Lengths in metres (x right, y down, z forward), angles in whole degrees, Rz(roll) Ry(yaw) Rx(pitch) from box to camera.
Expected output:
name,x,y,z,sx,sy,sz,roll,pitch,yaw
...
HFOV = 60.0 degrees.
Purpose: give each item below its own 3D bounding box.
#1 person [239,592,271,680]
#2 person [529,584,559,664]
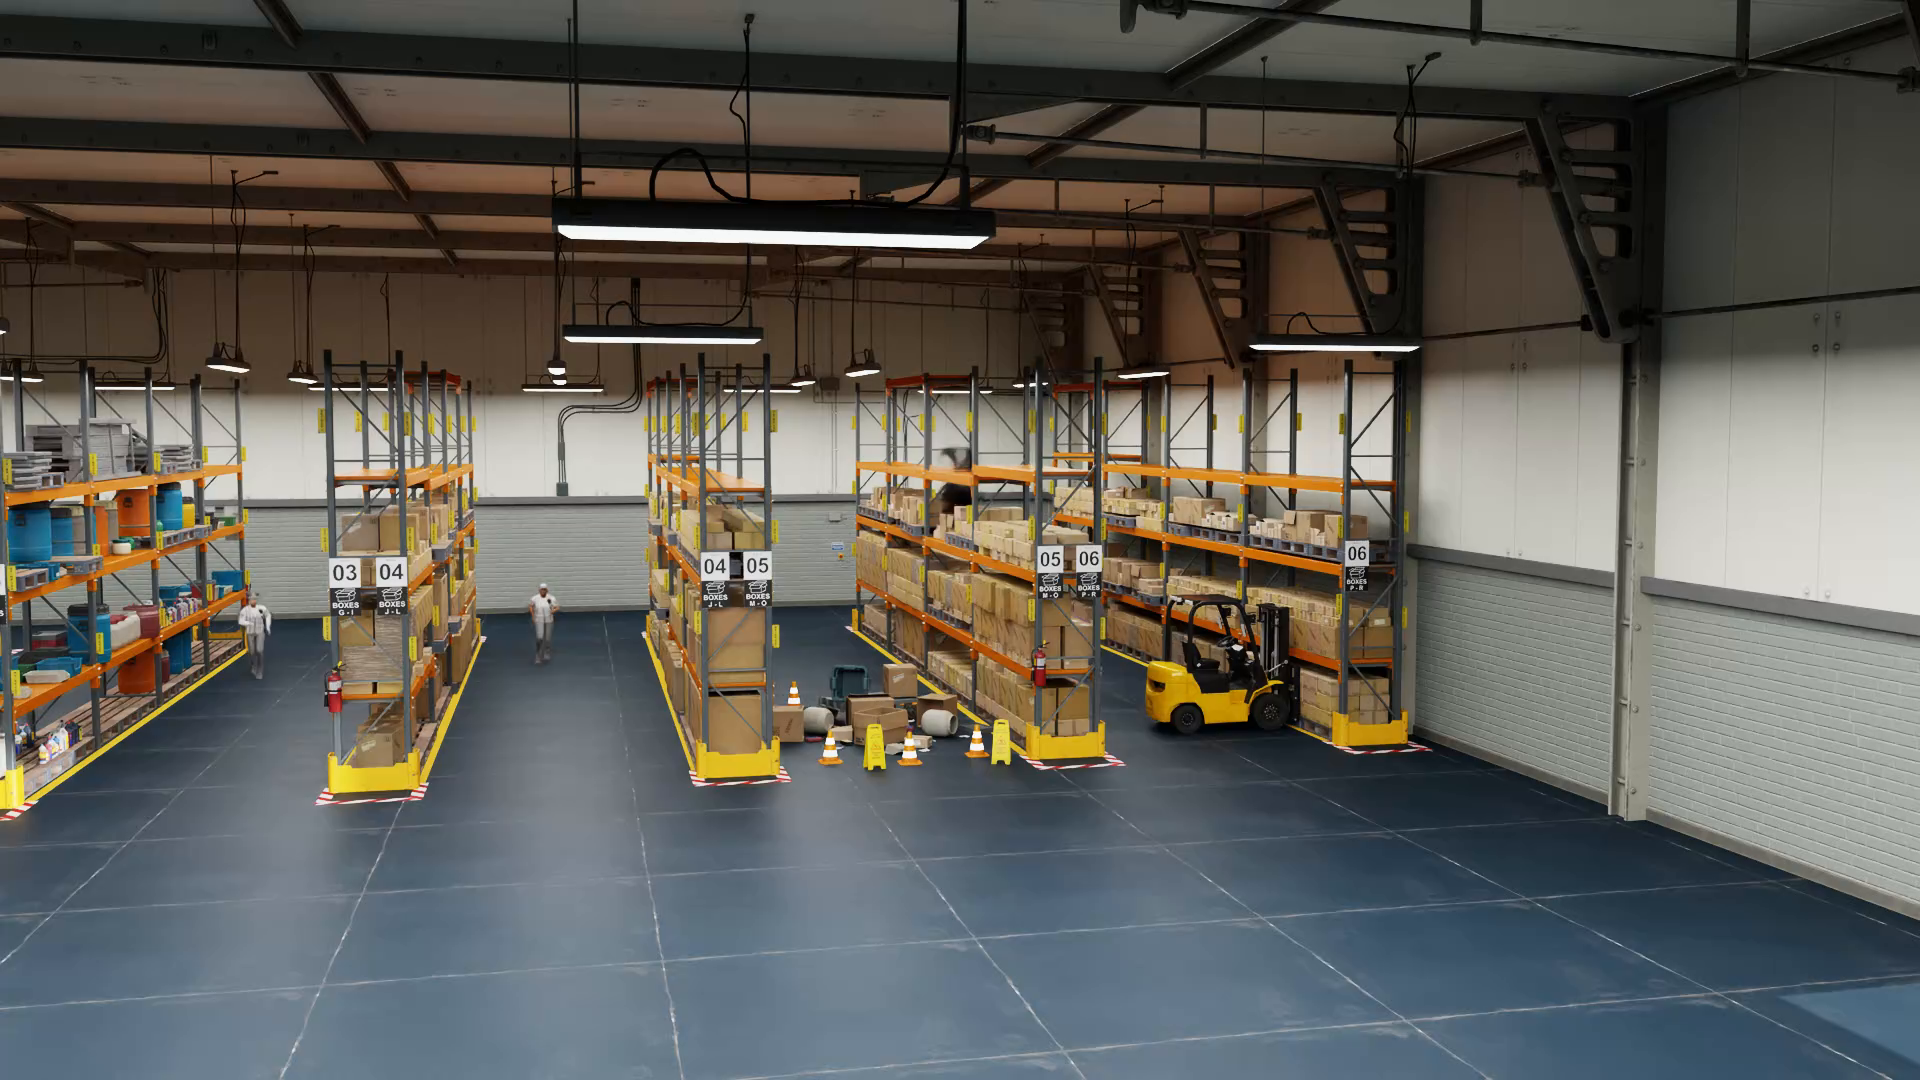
name,x,y,z,sx,sy,sz,roll,pitch,yaw
person,-13.903,1.883,32.786,0.554,1.738,0.813,-1,4,-18
person,-8.726,1.757,34.905,0.592,1.702,0.705,-1,4,-17
